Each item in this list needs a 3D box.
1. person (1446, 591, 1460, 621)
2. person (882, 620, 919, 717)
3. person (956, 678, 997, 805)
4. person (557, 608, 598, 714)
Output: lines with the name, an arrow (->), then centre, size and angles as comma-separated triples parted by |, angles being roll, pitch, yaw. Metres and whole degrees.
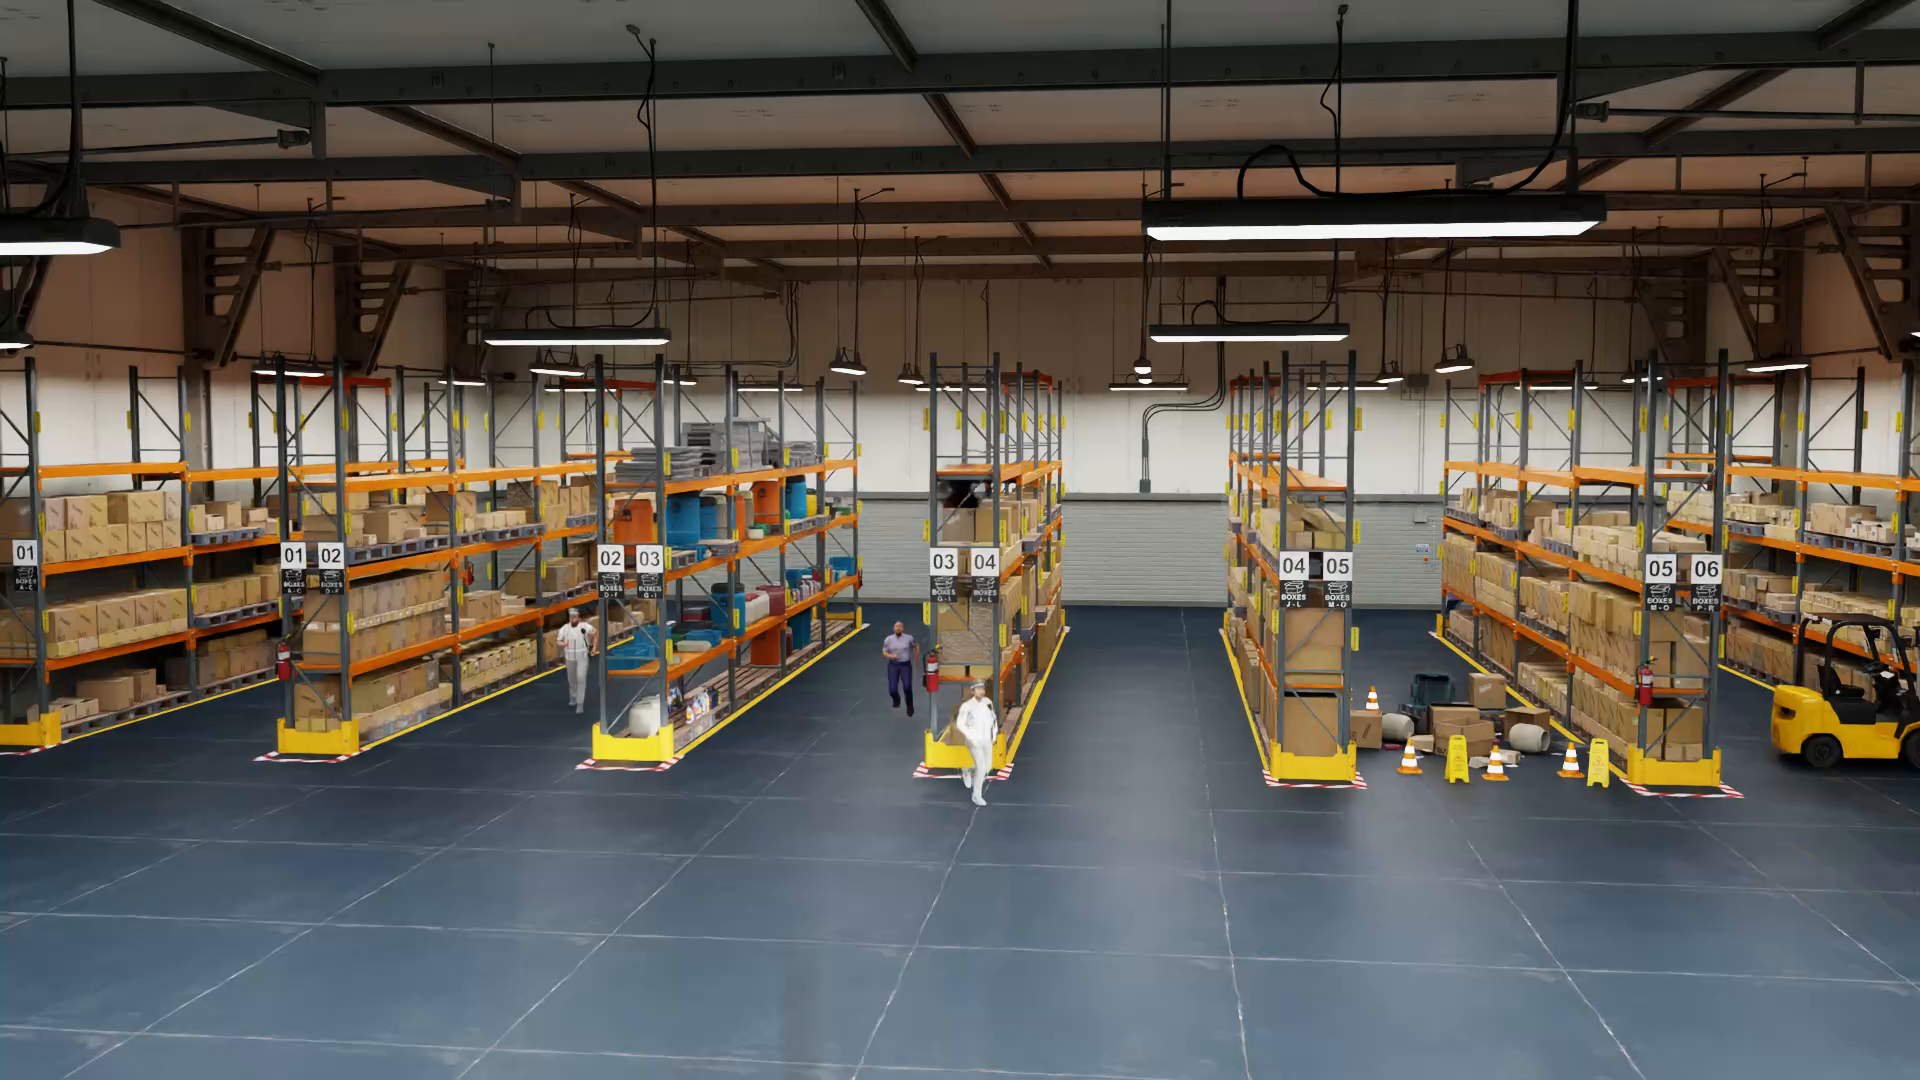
person -> 11.905, 1.460, 39.910 | 0.670, 1.480, 0.584 | 2, 4, 23
person -> -0.980, 2.131, 27.461 | 0.601, 1.606, 0.648 | 0, 4, 0
person -> 0.204, 2.634, 21.945 | 0.627, 1.684, 0.620 | -3, 5, -32
person -> -6.652, 2.081, 28.924 | 0.670, 1.847, 0.926 | 0, 4, -2
